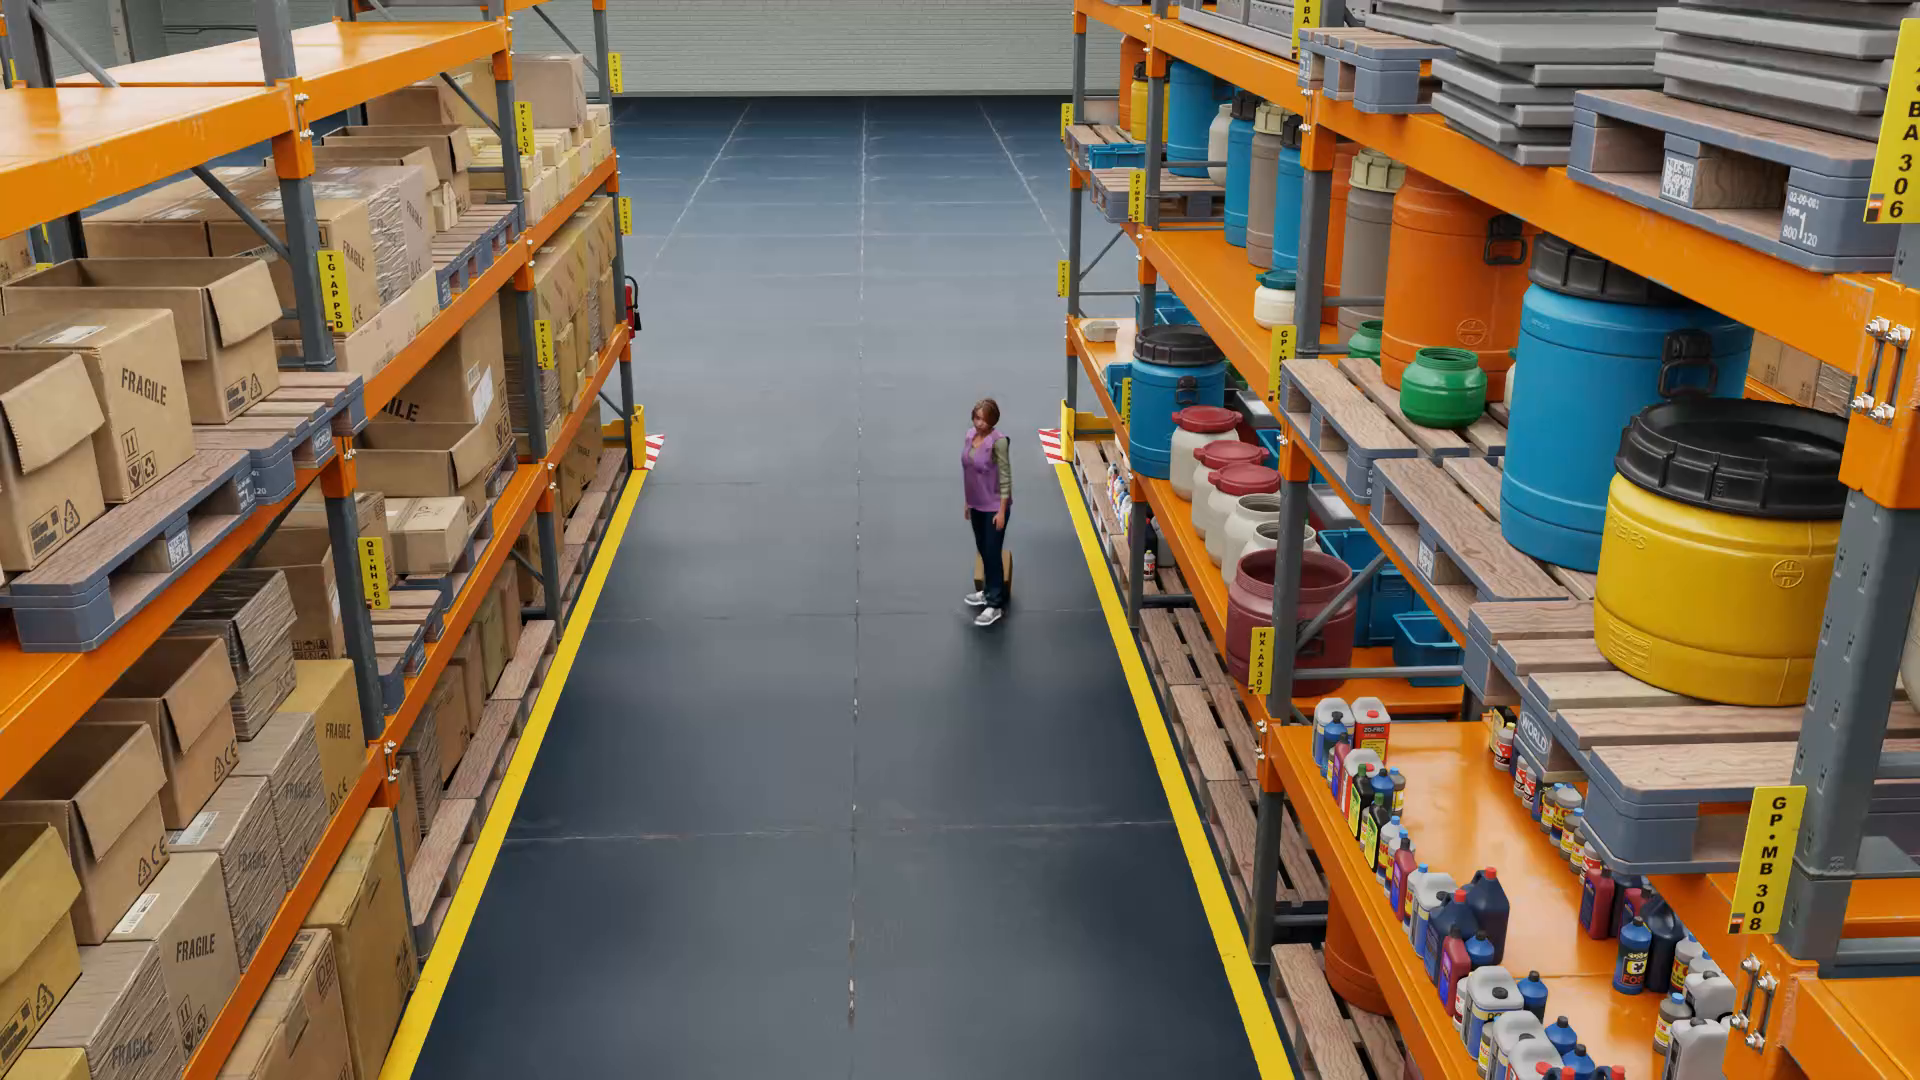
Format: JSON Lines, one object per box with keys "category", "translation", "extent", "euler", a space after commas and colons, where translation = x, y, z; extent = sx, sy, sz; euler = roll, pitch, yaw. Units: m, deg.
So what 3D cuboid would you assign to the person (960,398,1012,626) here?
{"category": "person", "translation": [0.177, -0.224, 11.633], "extent": [0.436, 1.597, 0.452], "euler": [-15, 25, -34]}
